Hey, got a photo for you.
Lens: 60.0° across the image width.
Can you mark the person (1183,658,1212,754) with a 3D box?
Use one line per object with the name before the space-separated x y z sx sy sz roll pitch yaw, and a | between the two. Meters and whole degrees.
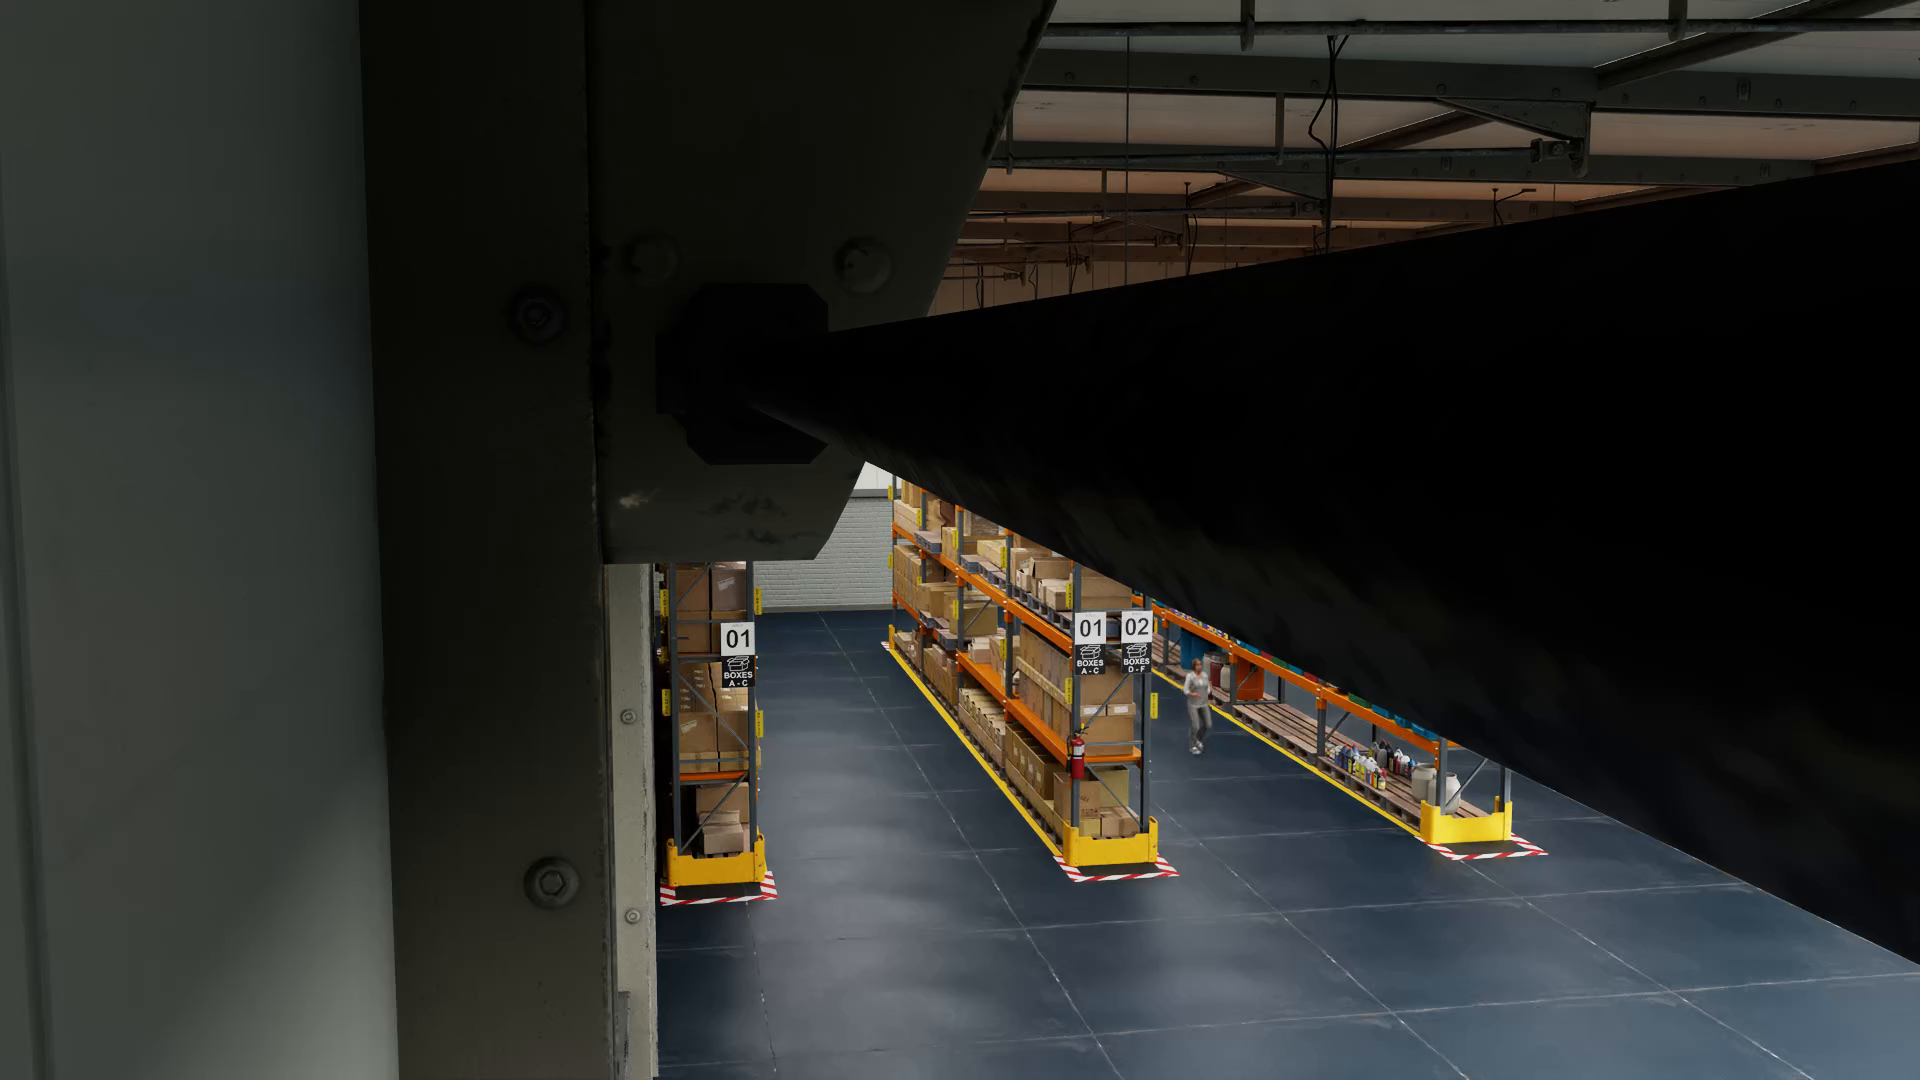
person | 3.836 2.669 26.608 0.522 1.559 0.555 -2 6 -16
